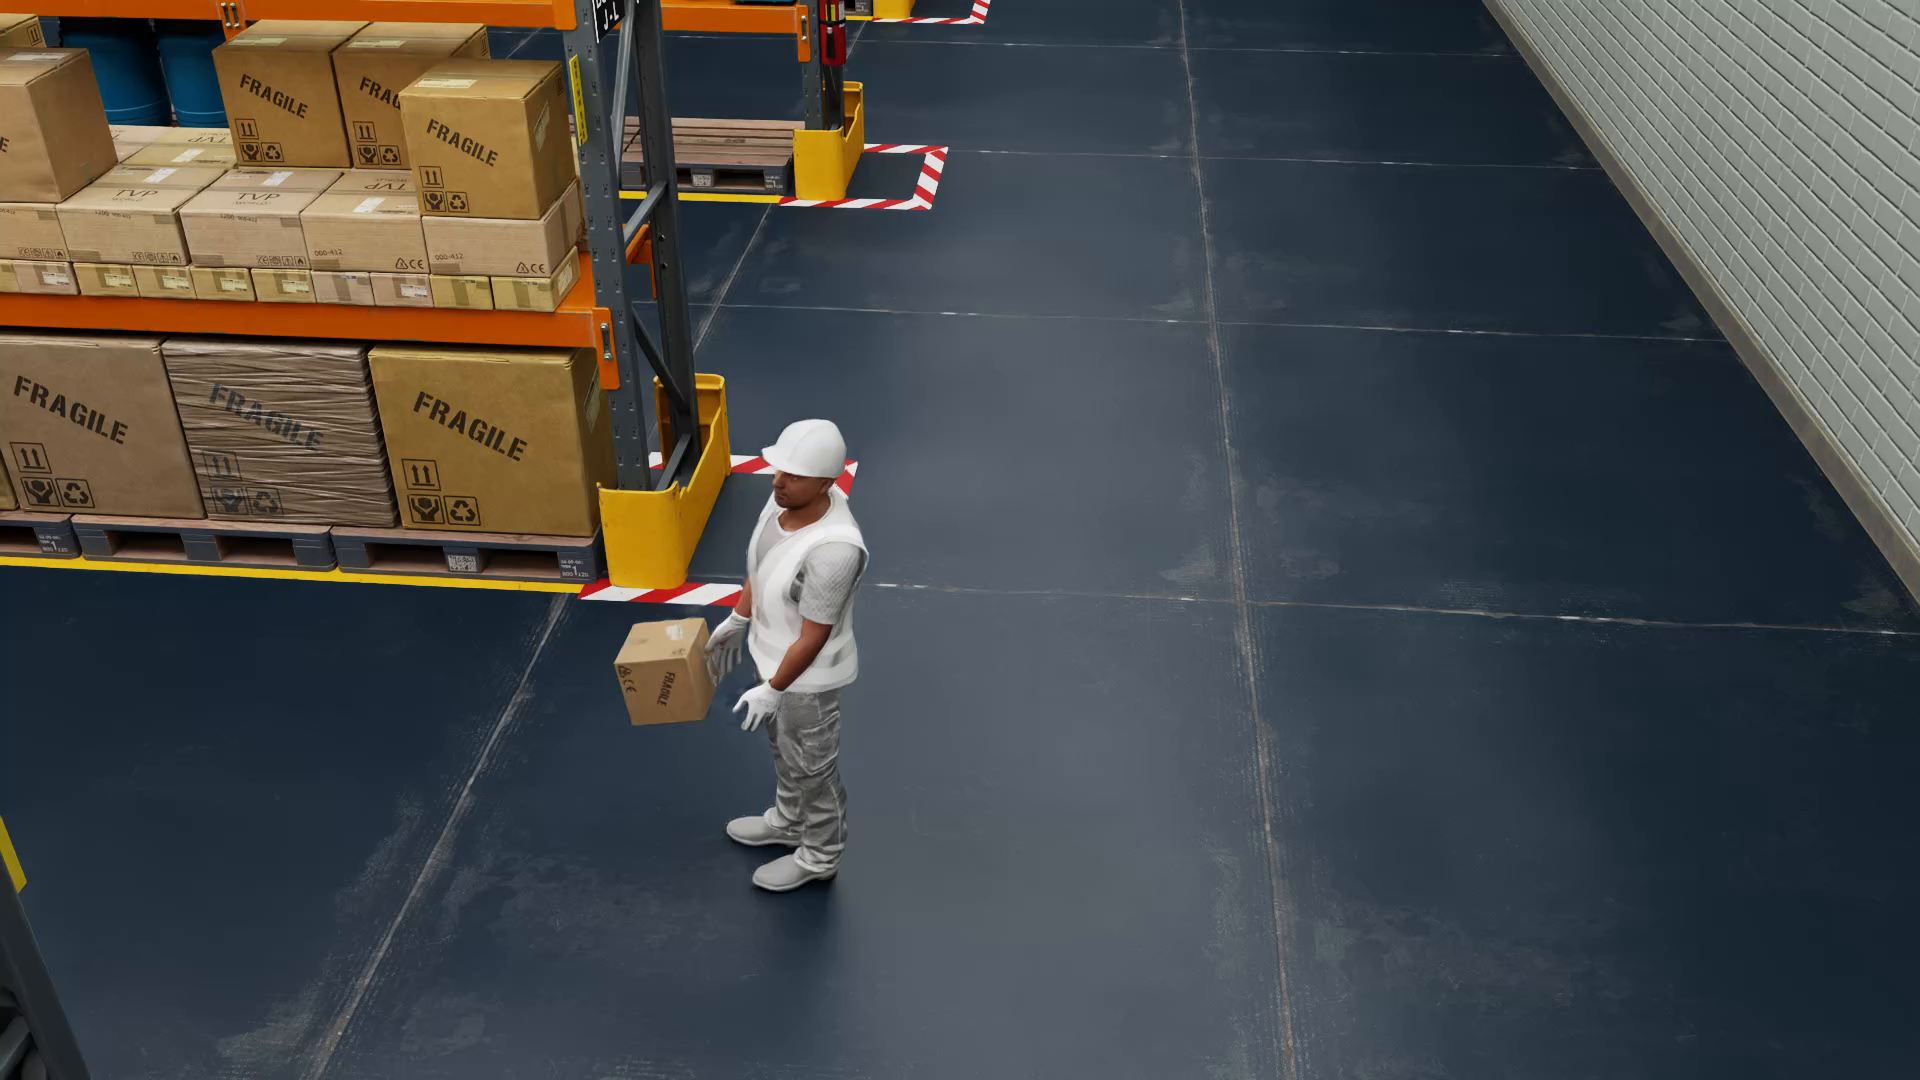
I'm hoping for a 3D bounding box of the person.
[{"bbox_3d":[-0.567,0.402,5.444,0.481,1.791,0.576,-11,33,-17],"label":"person"}]
